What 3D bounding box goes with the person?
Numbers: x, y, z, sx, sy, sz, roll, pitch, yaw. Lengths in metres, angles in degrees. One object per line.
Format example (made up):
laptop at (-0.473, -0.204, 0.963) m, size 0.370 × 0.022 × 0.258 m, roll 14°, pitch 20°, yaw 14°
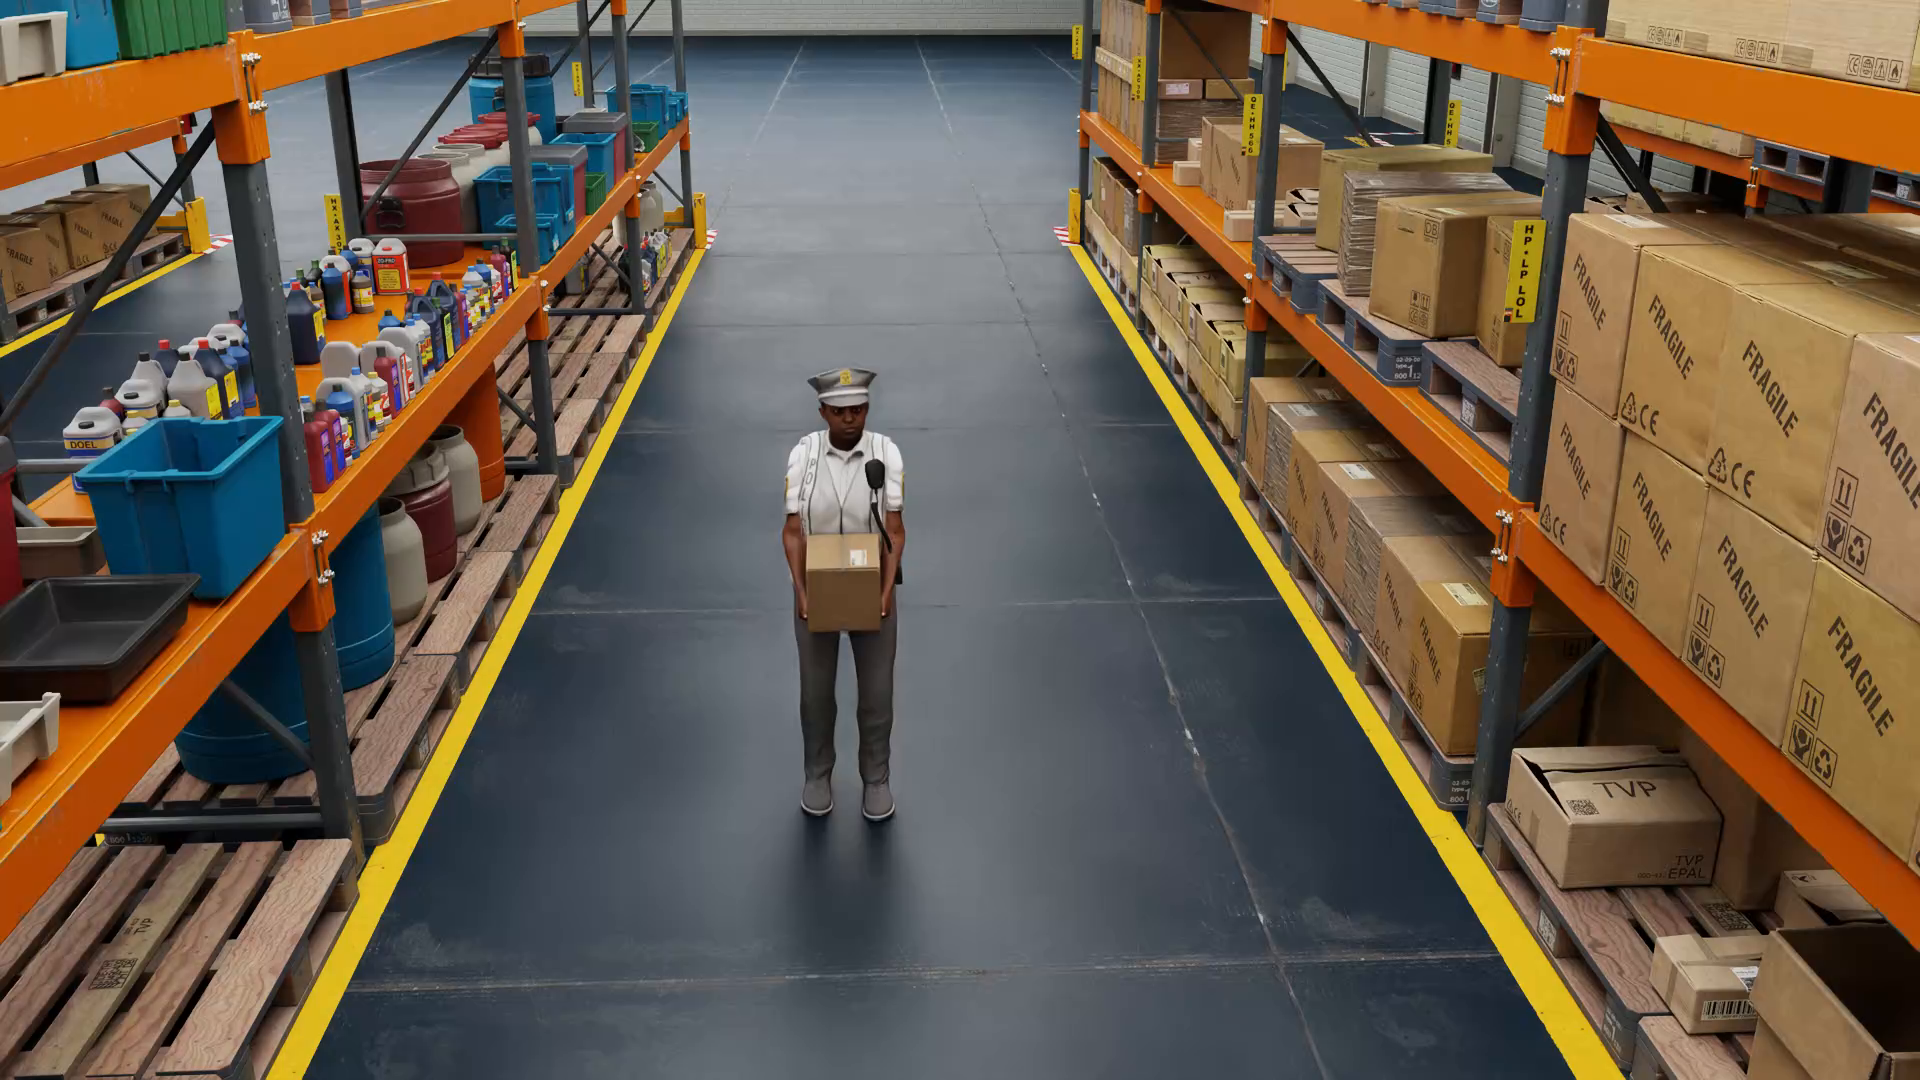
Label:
person at (-0.411, 0.211, 5.983) m, size 0.441 × 1.692 × 0.517 m, roll -1°, pitch 21°, yaw -3°
